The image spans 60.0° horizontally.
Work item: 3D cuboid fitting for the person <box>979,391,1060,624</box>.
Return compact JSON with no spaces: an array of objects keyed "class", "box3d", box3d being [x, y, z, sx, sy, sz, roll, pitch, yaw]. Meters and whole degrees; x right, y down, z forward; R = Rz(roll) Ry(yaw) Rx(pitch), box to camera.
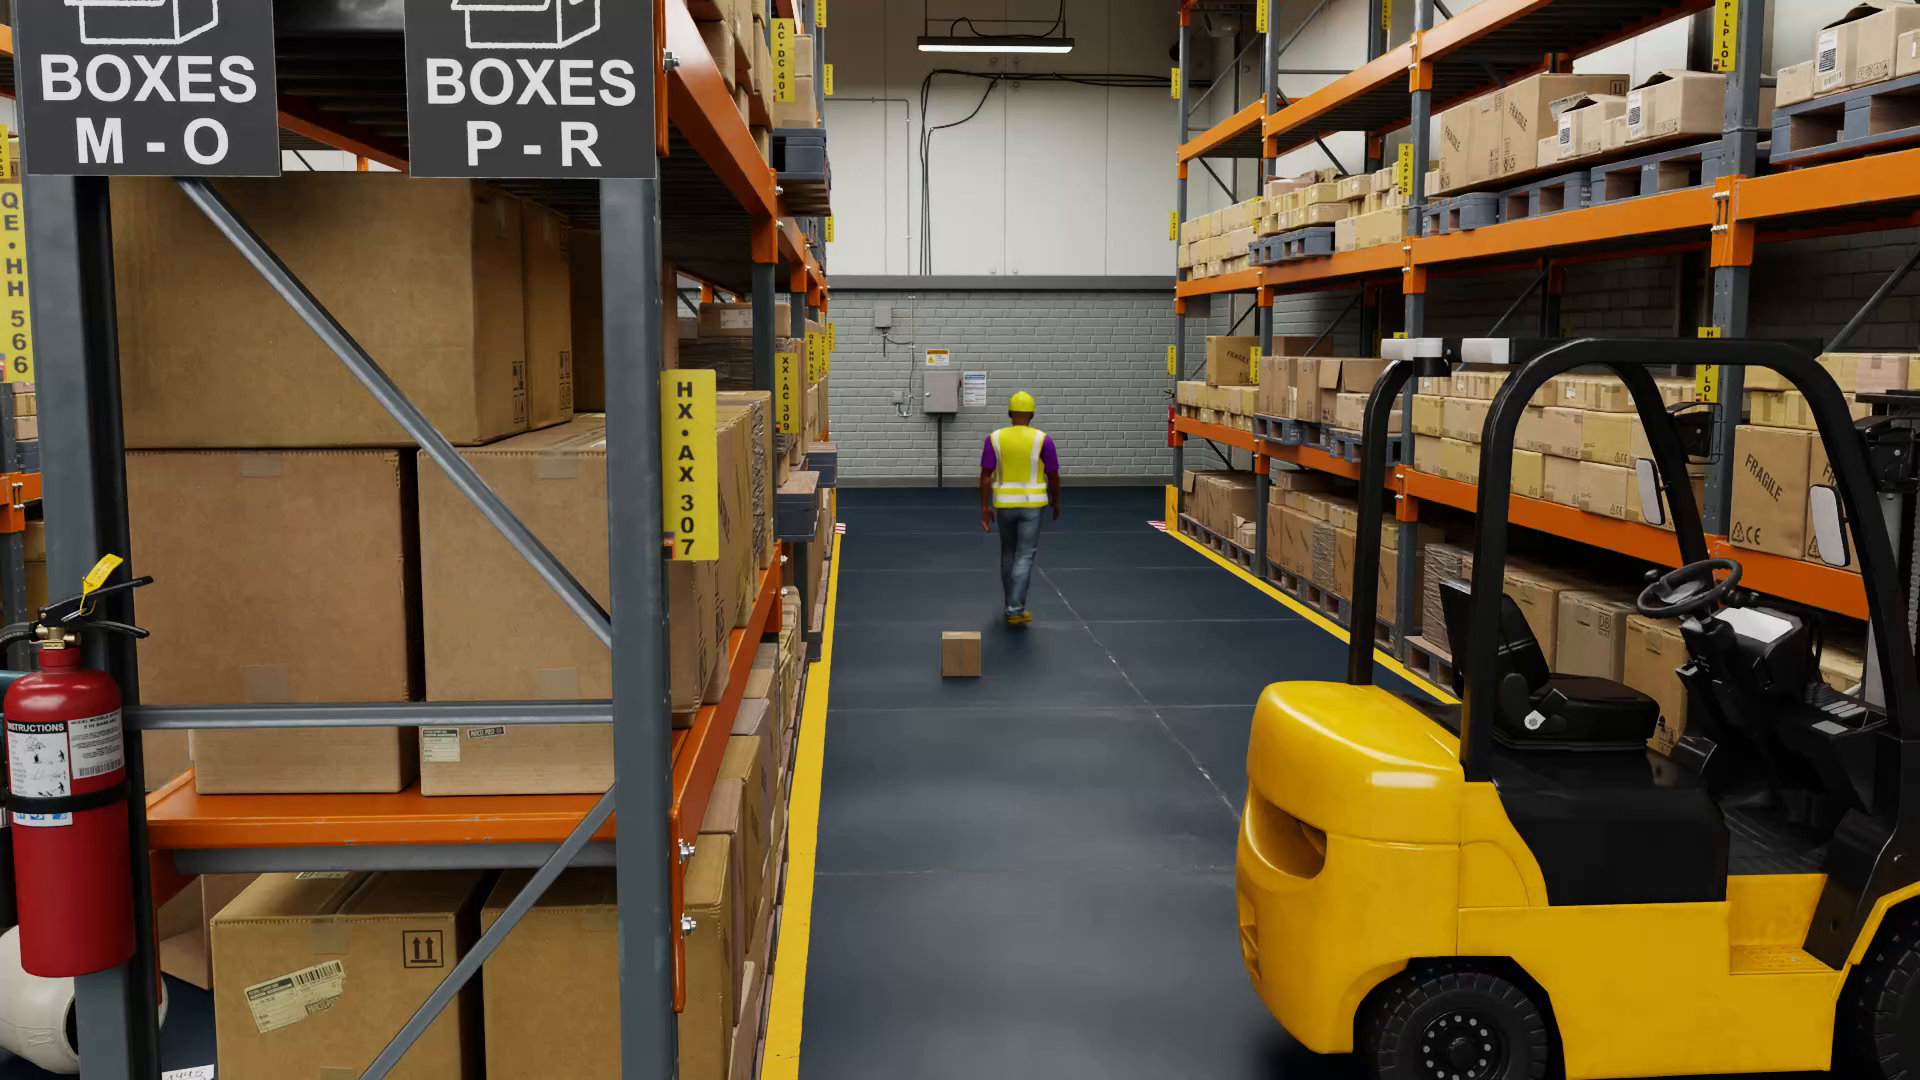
[{"class":"person","box3d":[0.482,-0.246,12.685,0.584,1.772,0.856,2,7,17]}]
